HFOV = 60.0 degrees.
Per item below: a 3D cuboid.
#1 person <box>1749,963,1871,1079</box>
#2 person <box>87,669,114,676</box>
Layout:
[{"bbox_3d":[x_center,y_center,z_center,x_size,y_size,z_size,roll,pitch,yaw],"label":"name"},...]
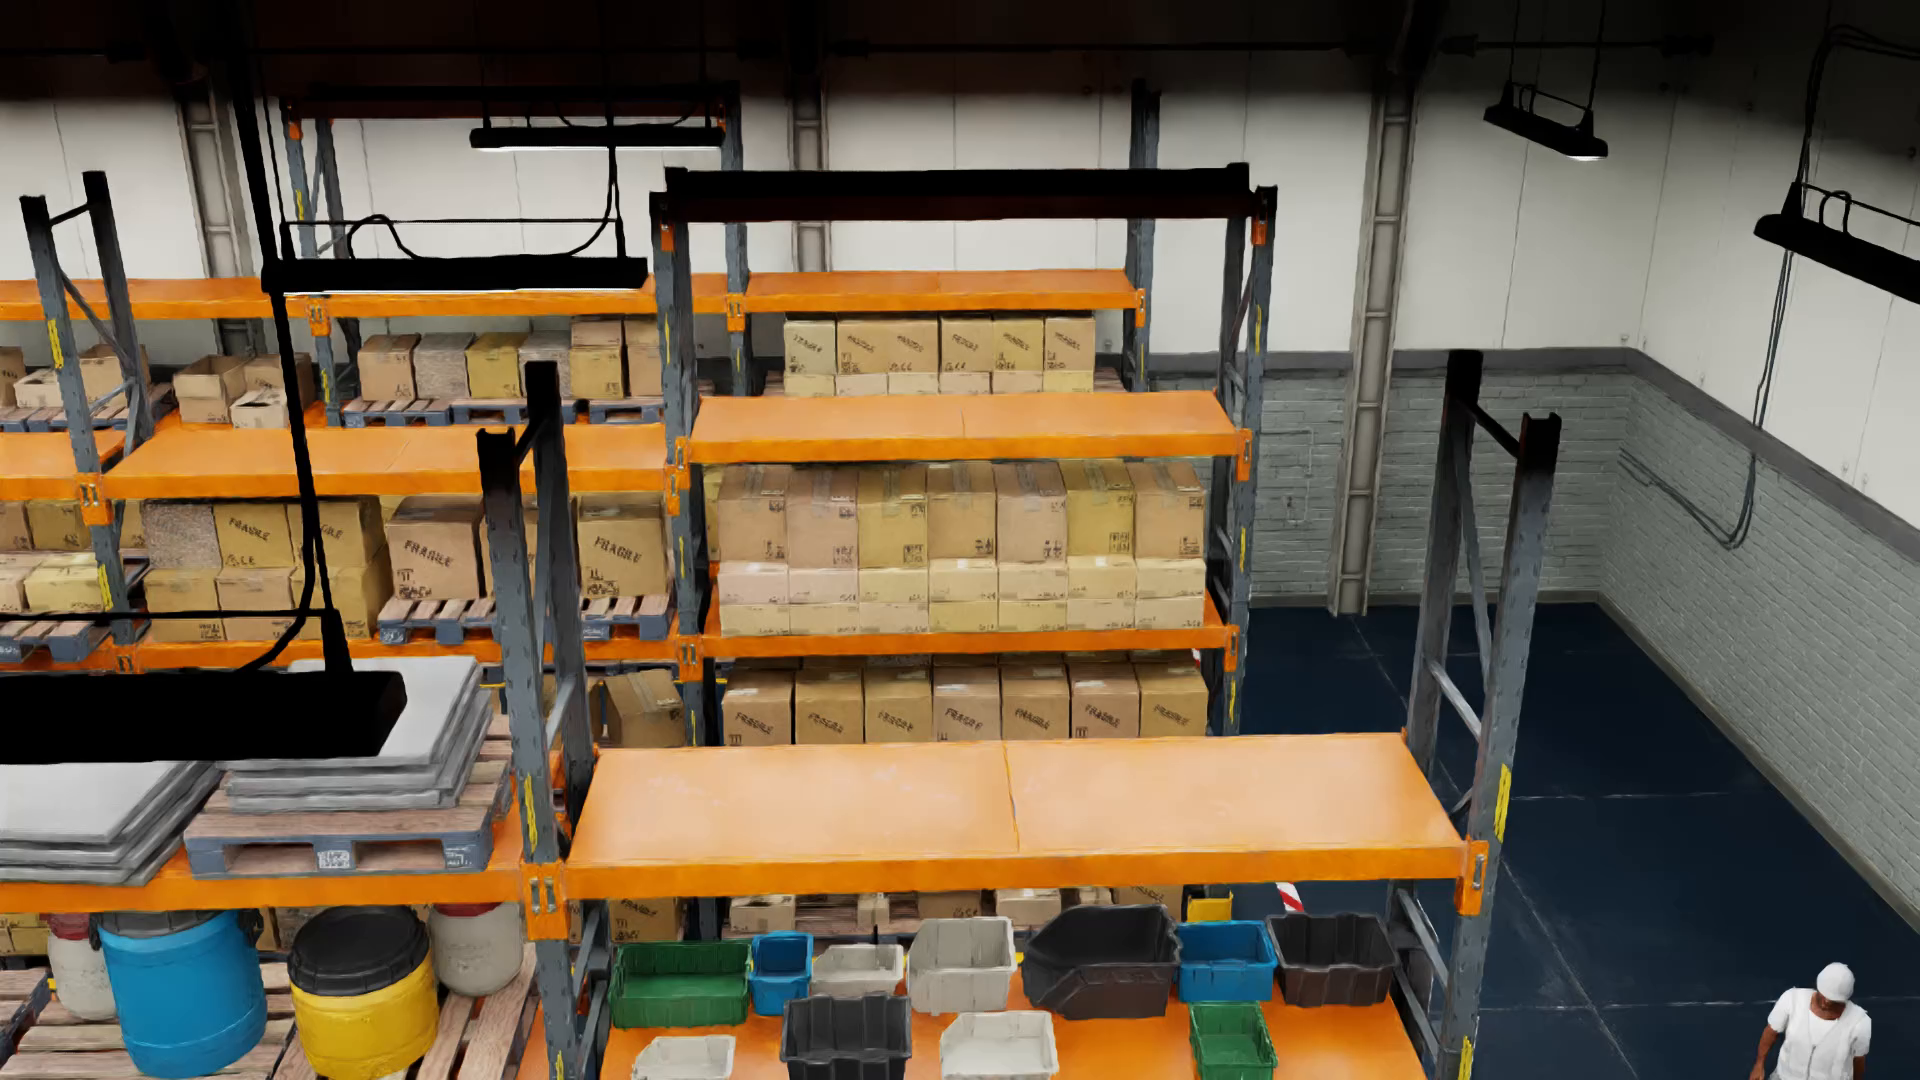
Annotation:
[{"bbox_3d":[5.311,3.358,10.574,0.737,1.753,0.498,19,29,39],"label":"person"},{"bbox_3d":[-7.358,1.827,14.500,0.467,1.599,0.449,12,25,27],"label":"person"}]
